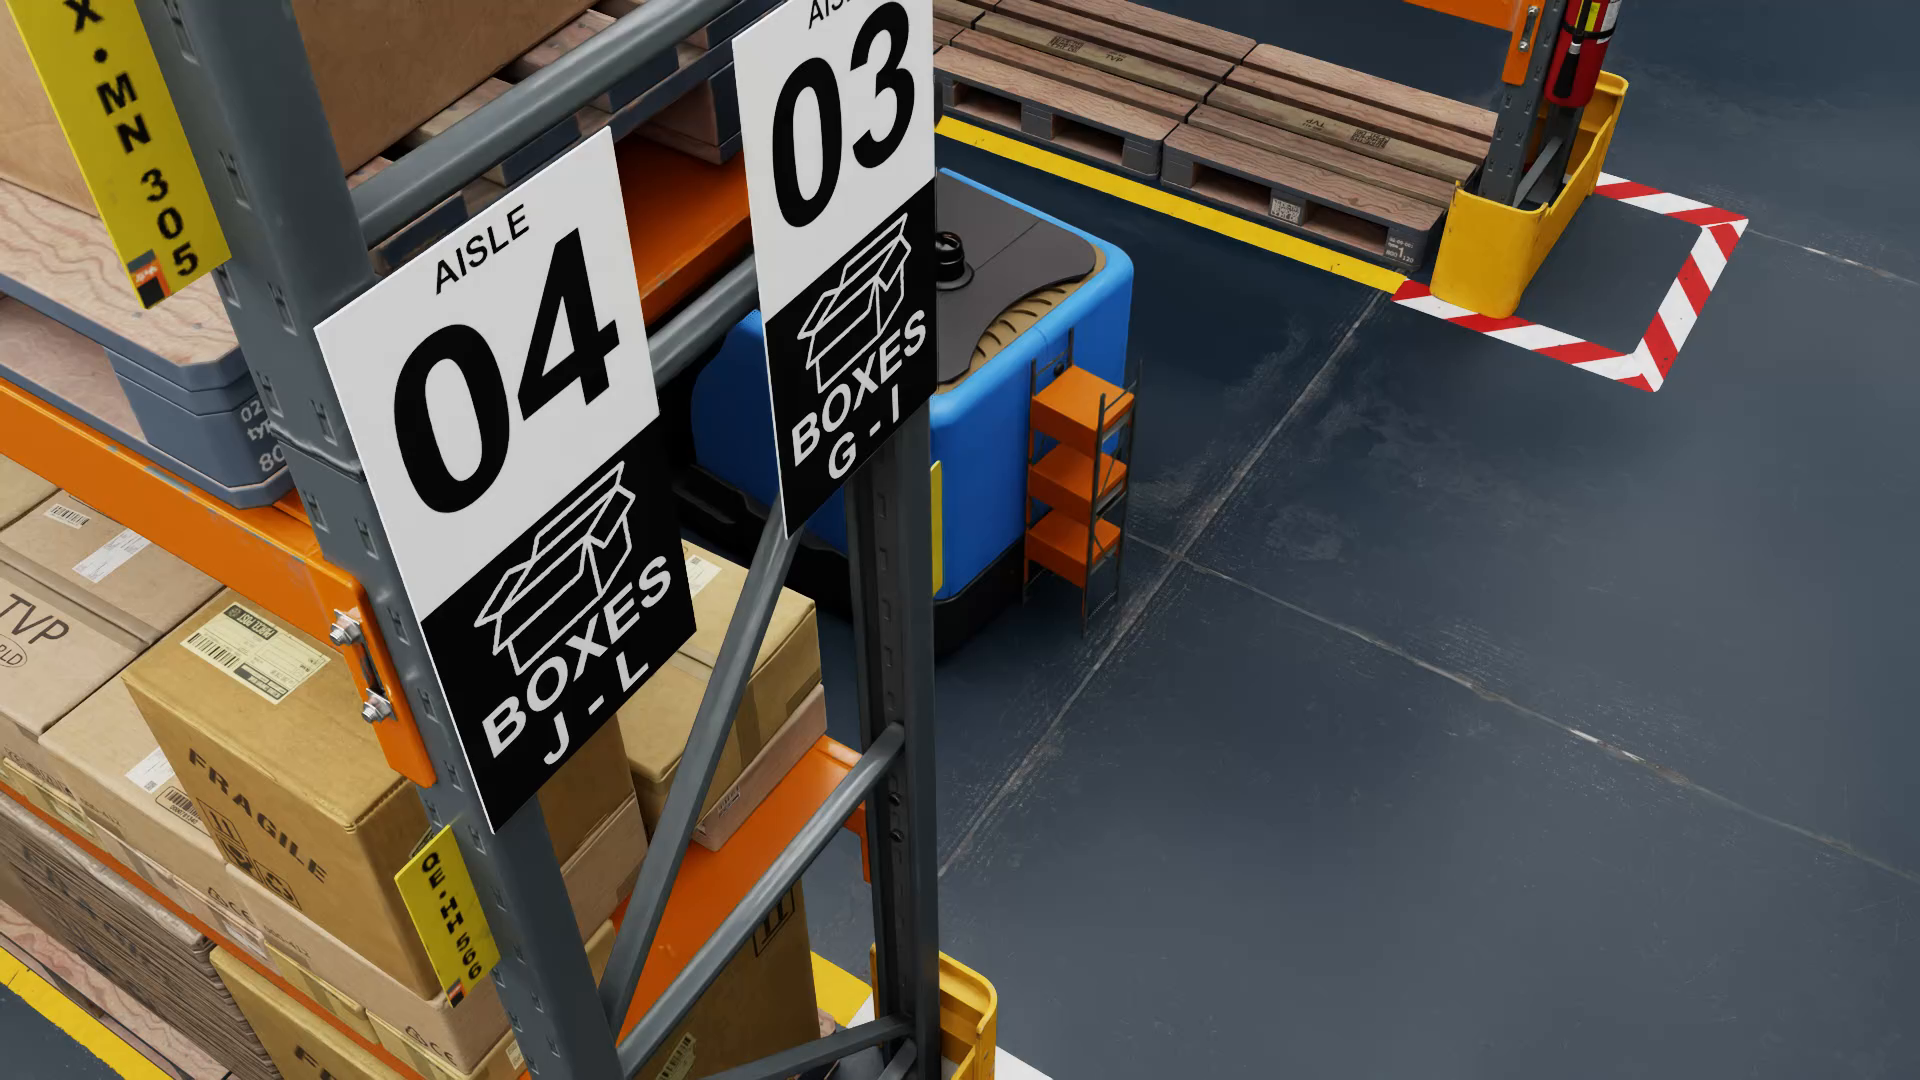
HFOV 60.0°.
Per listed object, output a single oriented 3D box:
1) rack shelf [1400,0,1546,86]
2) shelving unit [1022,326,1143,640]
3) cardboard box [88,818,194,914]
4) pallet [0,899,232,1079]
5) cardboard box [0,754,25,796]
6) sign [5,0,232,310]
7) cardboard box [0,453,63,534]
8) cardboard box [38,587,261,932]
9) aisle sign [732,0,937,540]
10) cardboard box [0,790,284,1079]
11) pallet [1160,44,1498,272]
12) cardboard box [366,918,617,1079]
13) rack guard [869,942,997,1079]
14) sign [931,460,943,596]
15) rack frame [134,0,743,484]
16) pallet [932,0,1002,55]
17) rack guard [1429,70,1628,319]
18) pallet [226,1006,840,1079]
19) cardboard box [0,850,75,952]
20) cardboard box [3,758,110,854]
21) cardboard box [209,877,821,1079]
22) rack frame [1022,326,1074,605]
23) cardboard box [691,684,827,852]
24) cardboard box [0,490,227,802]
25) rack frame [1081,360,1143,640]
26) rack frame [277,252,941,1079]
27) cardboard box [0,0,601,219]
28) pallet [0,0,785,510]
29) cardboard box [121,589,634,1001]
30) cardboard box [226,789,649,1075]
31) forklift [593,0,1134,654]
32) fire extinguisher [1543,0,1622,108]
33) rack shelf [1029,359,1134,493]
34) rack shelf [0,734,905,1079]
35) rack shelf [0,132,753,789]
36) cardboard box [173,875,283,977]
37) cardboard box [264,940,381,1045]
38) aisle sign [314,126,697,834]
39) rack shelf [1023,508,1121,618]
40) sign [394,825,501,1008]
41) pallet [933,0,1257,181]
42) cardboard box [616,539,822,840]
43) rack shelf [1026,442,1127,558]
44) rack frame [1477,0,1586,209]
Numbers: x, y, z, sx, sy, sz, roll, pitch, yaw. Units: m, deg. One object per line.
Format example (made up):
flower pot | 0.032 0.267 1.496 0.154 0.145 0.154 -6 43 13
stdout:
rack shelf | 0.624 -2.849 6.928 4.000 0.370 1.077 25 51 22
shelving unit | 0.366 -0.152 5.165 0.252 1.050 0.215 30 53 26
cardboard box | -1.485 0.518 3.330 0.250 0.149 0.380 26 51 23
pallet | -2.104 0.901 4.727 1.213 0.211 1.003 25 51 22
cardboard box | -1.923 0.319 3.524 0.250 0.149 0.380 25 51 22
sign | -0.671 -0.339 1.335 0.005 0.325 0.100 25 51 22
cardboard box | -2.213 -0.007 3.562 0.500 0.250 0.500 25 51 22
cardboard box | -1.344 0.389 3.178 0.500 0.250 0.500 24 50 21
aisle sign | -0.144 -0.395 2.229 0.004 0.787 0.394 25 51 22
cardboard box | -1.714 0.707 4.160 0.875 0.875 0.875 25 51 22
pallet | 1.635 -1.696 7.251 1.213 0.211 1.003 25 51 22
cardboard box | -0.844 0.813 3.043 0.250 0.149 0.380 26 51 23
rack guard | -0.346 1.545 3.900 0.348 0.500 1.175 25 51 22
sign | -0.062 0.003 2.997 0.005 0.325 0.100 25 51 22
rack frame | -0.366 -1.426 0.861 0.127 3.000 1.000 25 51 22
pallet | -0.419 -2.641 8.169 1.213 0.211 1.003 25 51 22
rack guard | 2.335 -1.453 6.813 0.348 0.500 1.175 25 51 22
pallet | -1.081 1.374 4.268 1.213 0.211 1.003 25 51 22
cardboard box | -2.463 0.362 4.495 0.875 0.875 0.875 25 51 22
cardboard box | -1.704 0.419 3.427 0.250 0.149 0.380 24 50 21
cardboard box | -0.948 1.059 3.818 0.875 0.875 0.875 25 51 22
rack frame | 0.271 -0.207 5.219 0.008 1.050 0.200 30 53 26
cardboard box | -0.487 0.416 3.430 0.250 0.149 0.380 25 51 23
cardboard box | -1.773 0.192 3.369 0.500 0.250 0.500 23 50 21
rack frame | 0.461 -0.097 5.112 0.008 1.050 0.200 30 53 26
rack frame | -0.366 0.665 3.013 0.127 3.000 1.000 25 51 22
cardboard box | -0.833 -0.766 1.879 0.500 0.500 0.700 22 50 20
pallet | -0.996 -0.631 2.242 1.213 0.211 1.003 25 51 22
cardboard box | -0.918 0.322 2.720 0.500 0.500 0.500 25 51 23
cardboard box | -0.917 0.586 2.986 0.500 0.250 0.500 24 50 22
forklift | -0.910 -1.551 5.214 3.031 2.935 1.130 30 53 26
fire extinguisher | 2.189 -1.836 5.756 0.183 0.674 0.296 25 51 22
rack shelf | 0.366 -0.342 4.969 0.240 0.259 0.215 30 53 26
rack shelf | -2.050 0.141 4.023 4.000 0.370 1.077 25 51 22
rack shelf | -2.050 -0.904 2.947 4.000 0.370 1.077 25 51 22
cardboard box | -1.275 0.615 3.236 0.250 0.149 0.380 25 51 22
cardboard box | -1.063 0.714 3.140 0.250 0.149 0.380 25 51 22
aisle sign | -0.468 -0.032 1.877 0.004 0.787 0.394 25 51 22
rack shelf | 0.366 0.049 5.372 0.240 0.259 0.215 30 53 26
sign | -0.671 0.501 2.199 0.005 0.325 0.100 25 51 22
pallet | 0.612 -2.169 7.711 1.213 0.211 1.003 25 51 22
cardboard box | -0.624 0.264 3.299 0.500 0.250 0.500 23 50 21
rack shelf | 0.366 -0.144 5.173 0.240 0.259 0.215 30 53 26
rack frame | 2.308 -2.325 5.918 0.127 3.000 1.000 25 51 22
